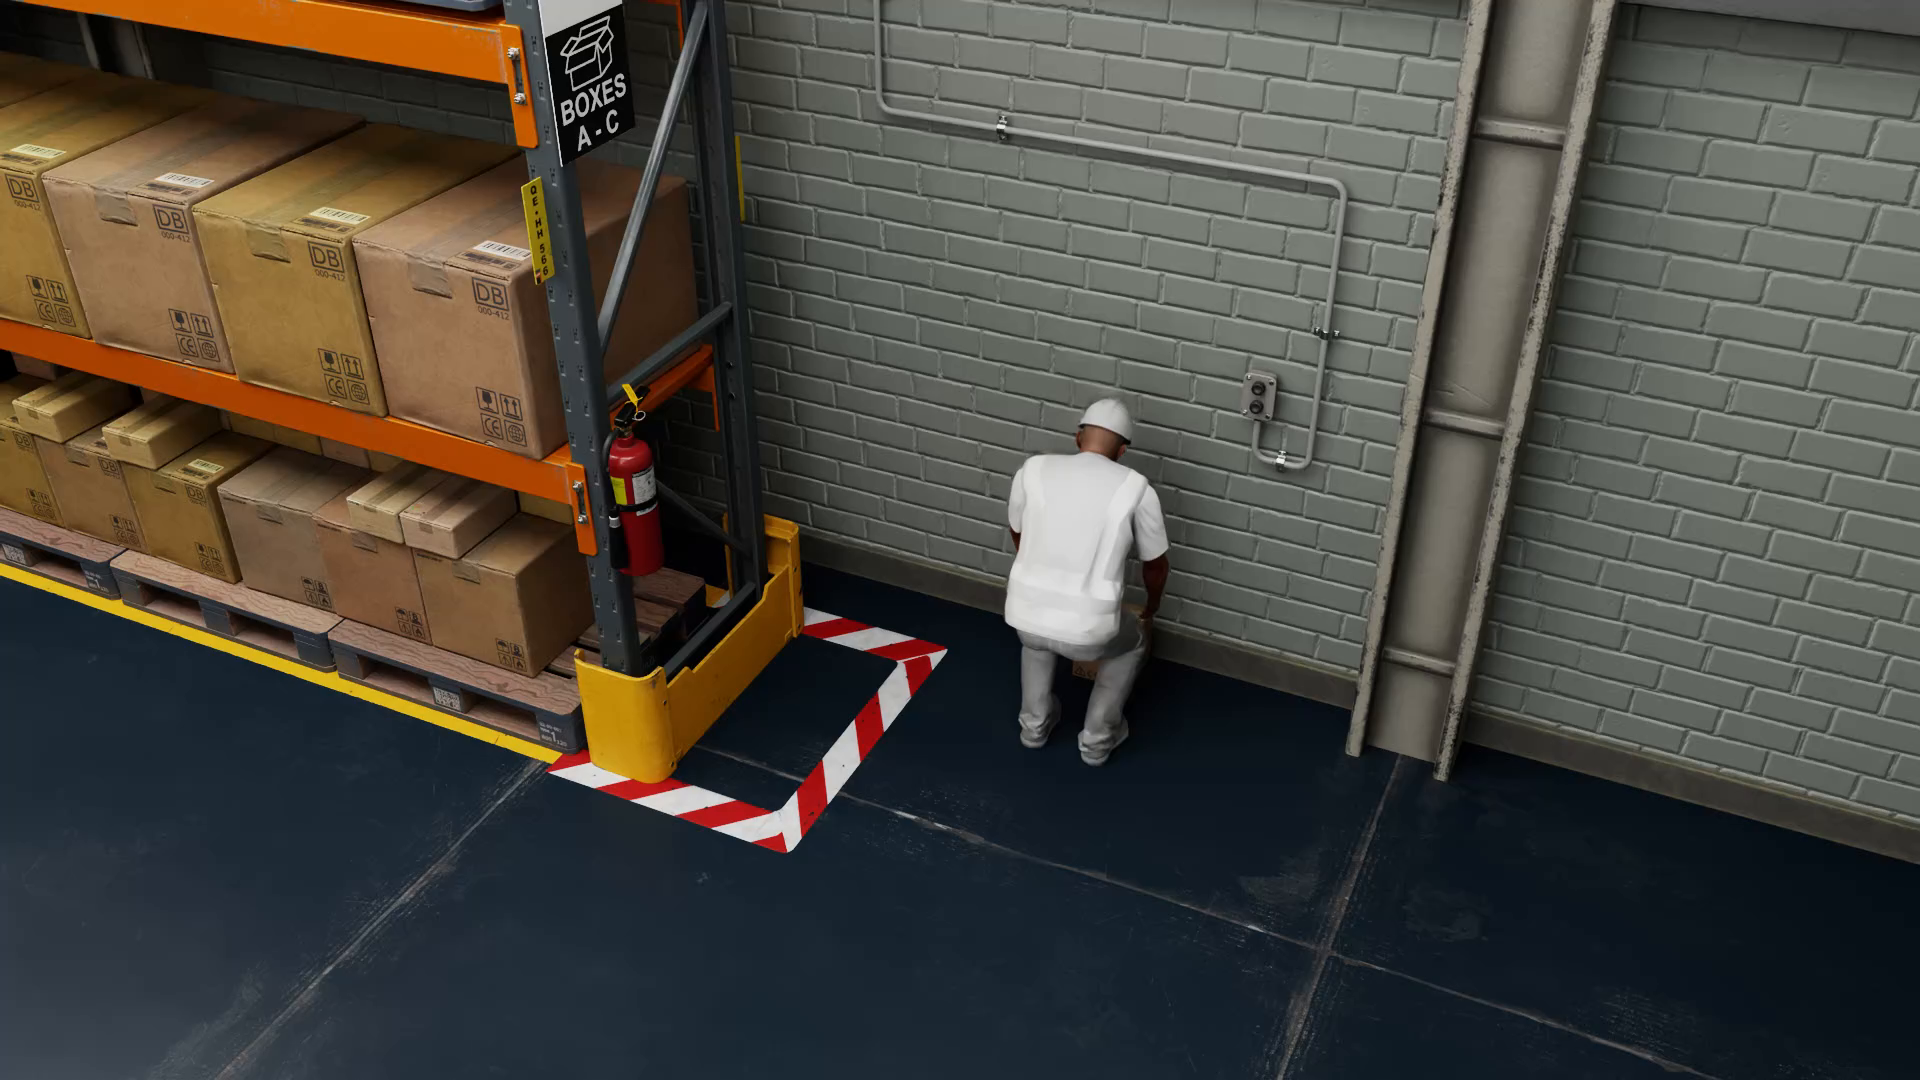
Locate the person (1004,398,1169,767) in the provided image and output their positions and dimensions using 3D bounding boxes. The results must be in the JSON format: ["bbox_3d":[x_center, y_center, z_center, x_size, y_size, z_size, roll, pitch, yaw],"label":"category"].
[{"bbox_3d":[0.432,0.177,6.264,0.629,1.313,0.805,14,36,21],"label":"person"}]
